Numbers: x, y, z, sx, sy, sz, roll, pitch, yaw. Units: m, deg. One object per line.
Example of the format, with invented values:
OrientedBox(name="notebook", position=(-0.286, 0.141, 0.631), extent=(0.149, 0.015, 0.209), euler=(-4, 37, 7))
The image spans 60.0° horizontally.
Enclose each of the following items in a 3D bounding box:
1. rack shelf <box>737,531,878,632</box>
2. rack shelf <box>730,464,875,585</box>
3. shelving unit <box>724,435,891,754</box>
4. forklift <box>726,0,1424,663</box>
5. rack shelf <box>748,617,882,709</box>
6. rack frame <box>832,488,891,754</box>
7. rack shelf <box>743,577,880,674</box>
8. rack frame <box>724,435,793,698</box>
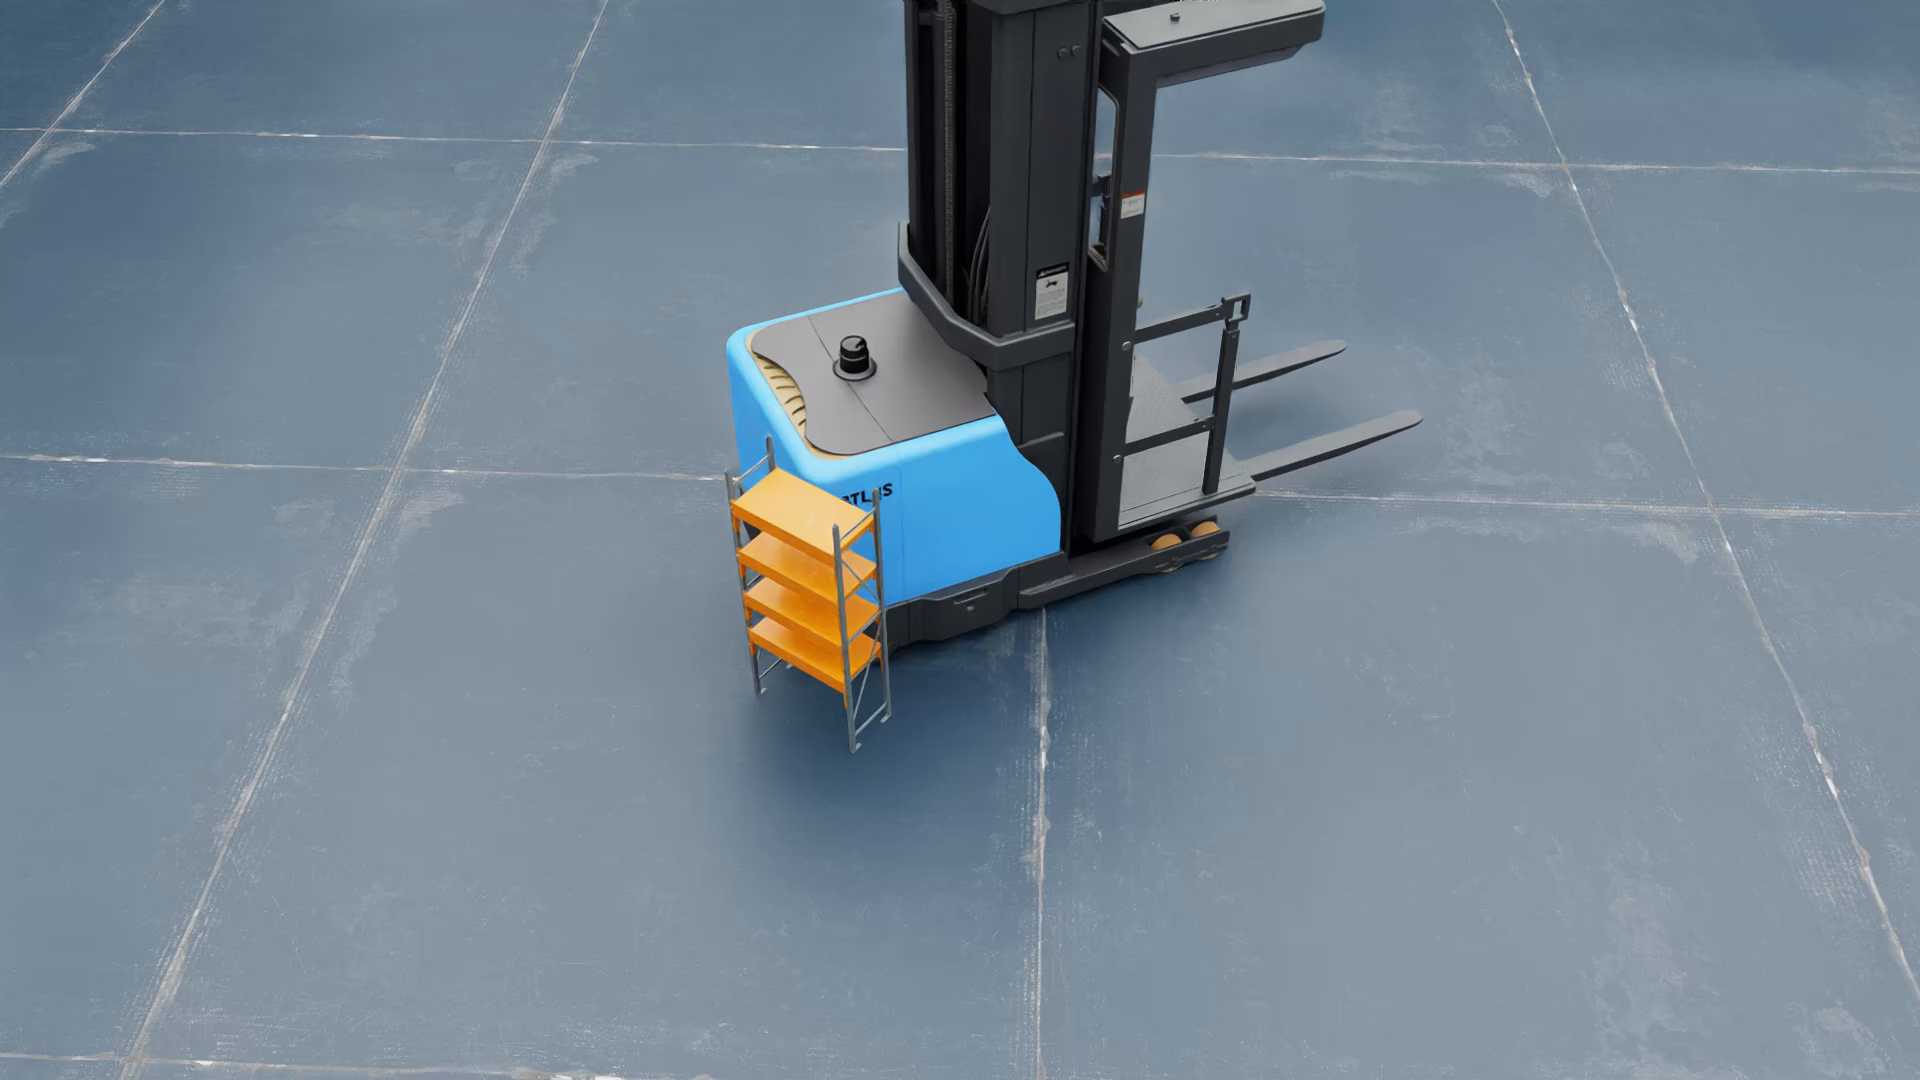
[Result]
OrientedBox(name="rack shelf", position=(-0.551, 0.112, 6.103), extent=(0.480, 0.148, 0.258), euler=(27, 50, 26))
OrientedBox(name="rack shelf", position=(-0.553, -0.060, 5.941), extent=(0.480, 0.148, 0.258), euler=(27, 50, 26))
OrientedBox(name="shelving unit", position=(-0.550, 0.225, 6.211), extent=(0.503, 1.200, 0.258), euler=(27, 50, 26))
OrientedBox(name="forklift", position=(0.609, -1.244, 6.520), extent=(3.031, 2.935, 1.130), euler=(-17, 46, -18))
OrientedBox(name="rack shelf", position=(-0.548, 0.418, 6.394), extent=(0.480, 0.148, 0.258), euler=(27, 50, 26))
OrientedBox(name="rack frame", position=(-0.353, 0.324, 6.106), extent=(0.015, 1.200, 0.240), euler=(27, 50, 26))
OrientedBox(name="rack shelf", position=(-0.550, 0.274, 6.257), extent=(0.480, 0.148, 0.258), euler=(27, 50, 26))
OrientedBox(name="rack frame", position=(-0.747, 0.127, 6.317), extent=(0.015, 1.200, 0.240), euler=(27, 50, 26))
